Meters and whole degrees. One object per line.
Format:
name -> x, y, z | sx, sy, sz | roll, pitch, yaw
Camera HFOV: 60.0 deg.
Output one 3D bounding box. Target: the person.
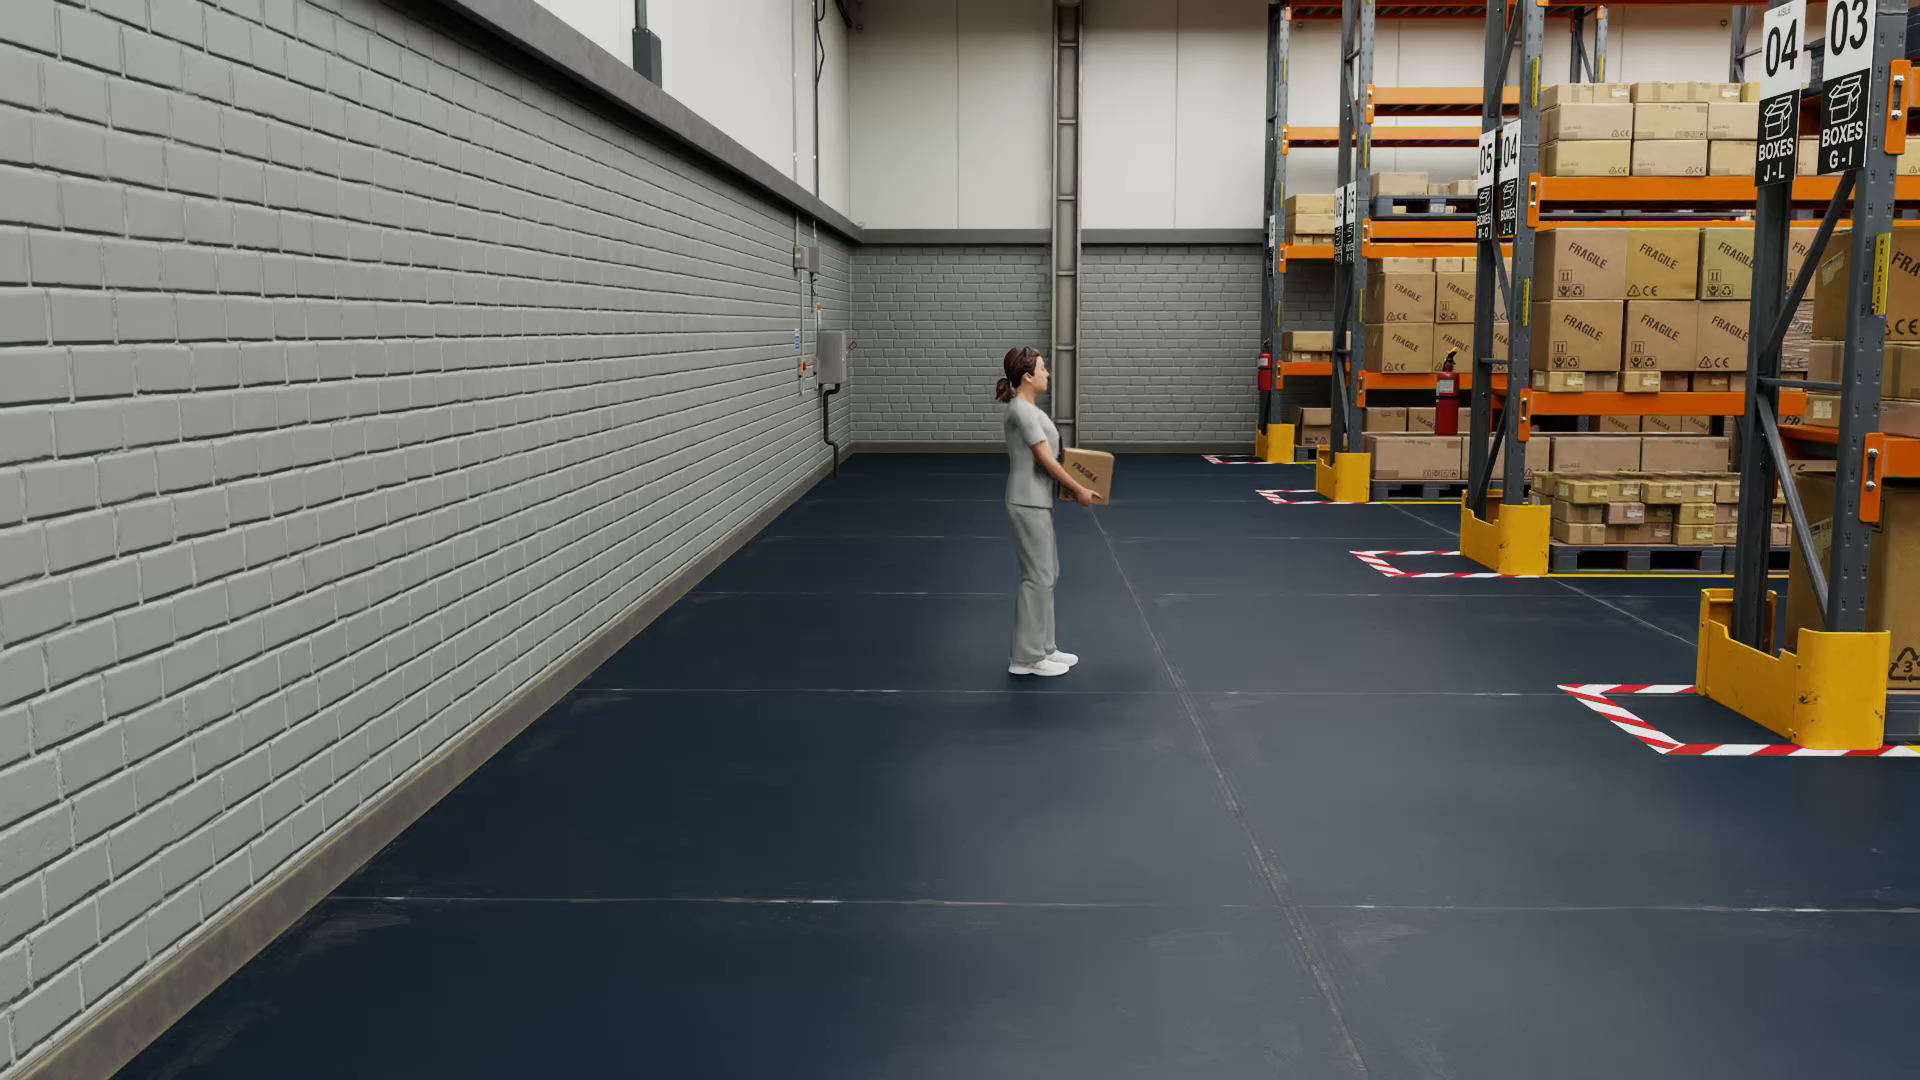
person -> 0.451, -0.153, 8.517 | 0.535, 1.667, 0.434 | 0, 7, 2
